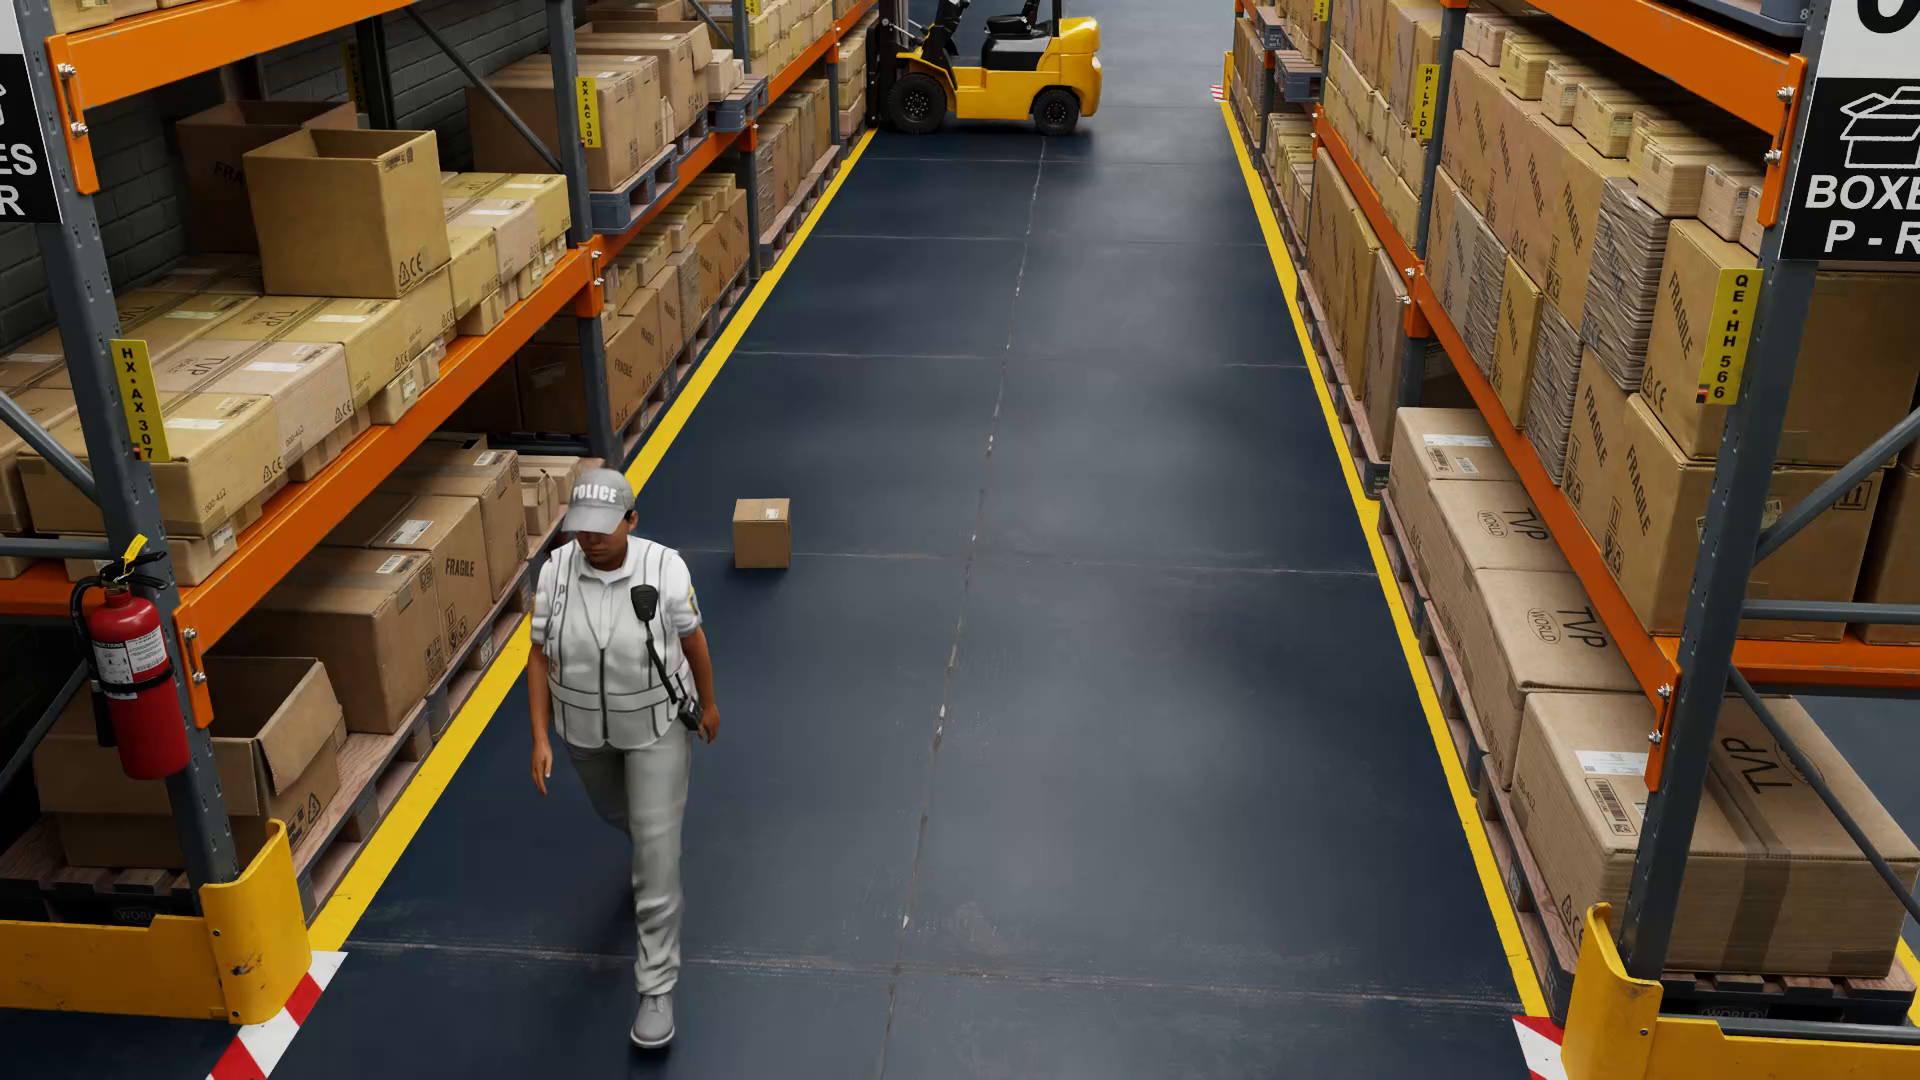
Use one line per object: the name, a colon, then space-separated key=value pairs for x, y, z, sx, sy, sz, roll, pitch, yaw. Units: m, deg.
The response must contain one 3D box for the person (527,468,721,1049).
person: x=-1.012 y=0.548 z=4.914 sx=0.495 sy=1.599 sz=1.050 roll=3 pitch=25 yaw=6
